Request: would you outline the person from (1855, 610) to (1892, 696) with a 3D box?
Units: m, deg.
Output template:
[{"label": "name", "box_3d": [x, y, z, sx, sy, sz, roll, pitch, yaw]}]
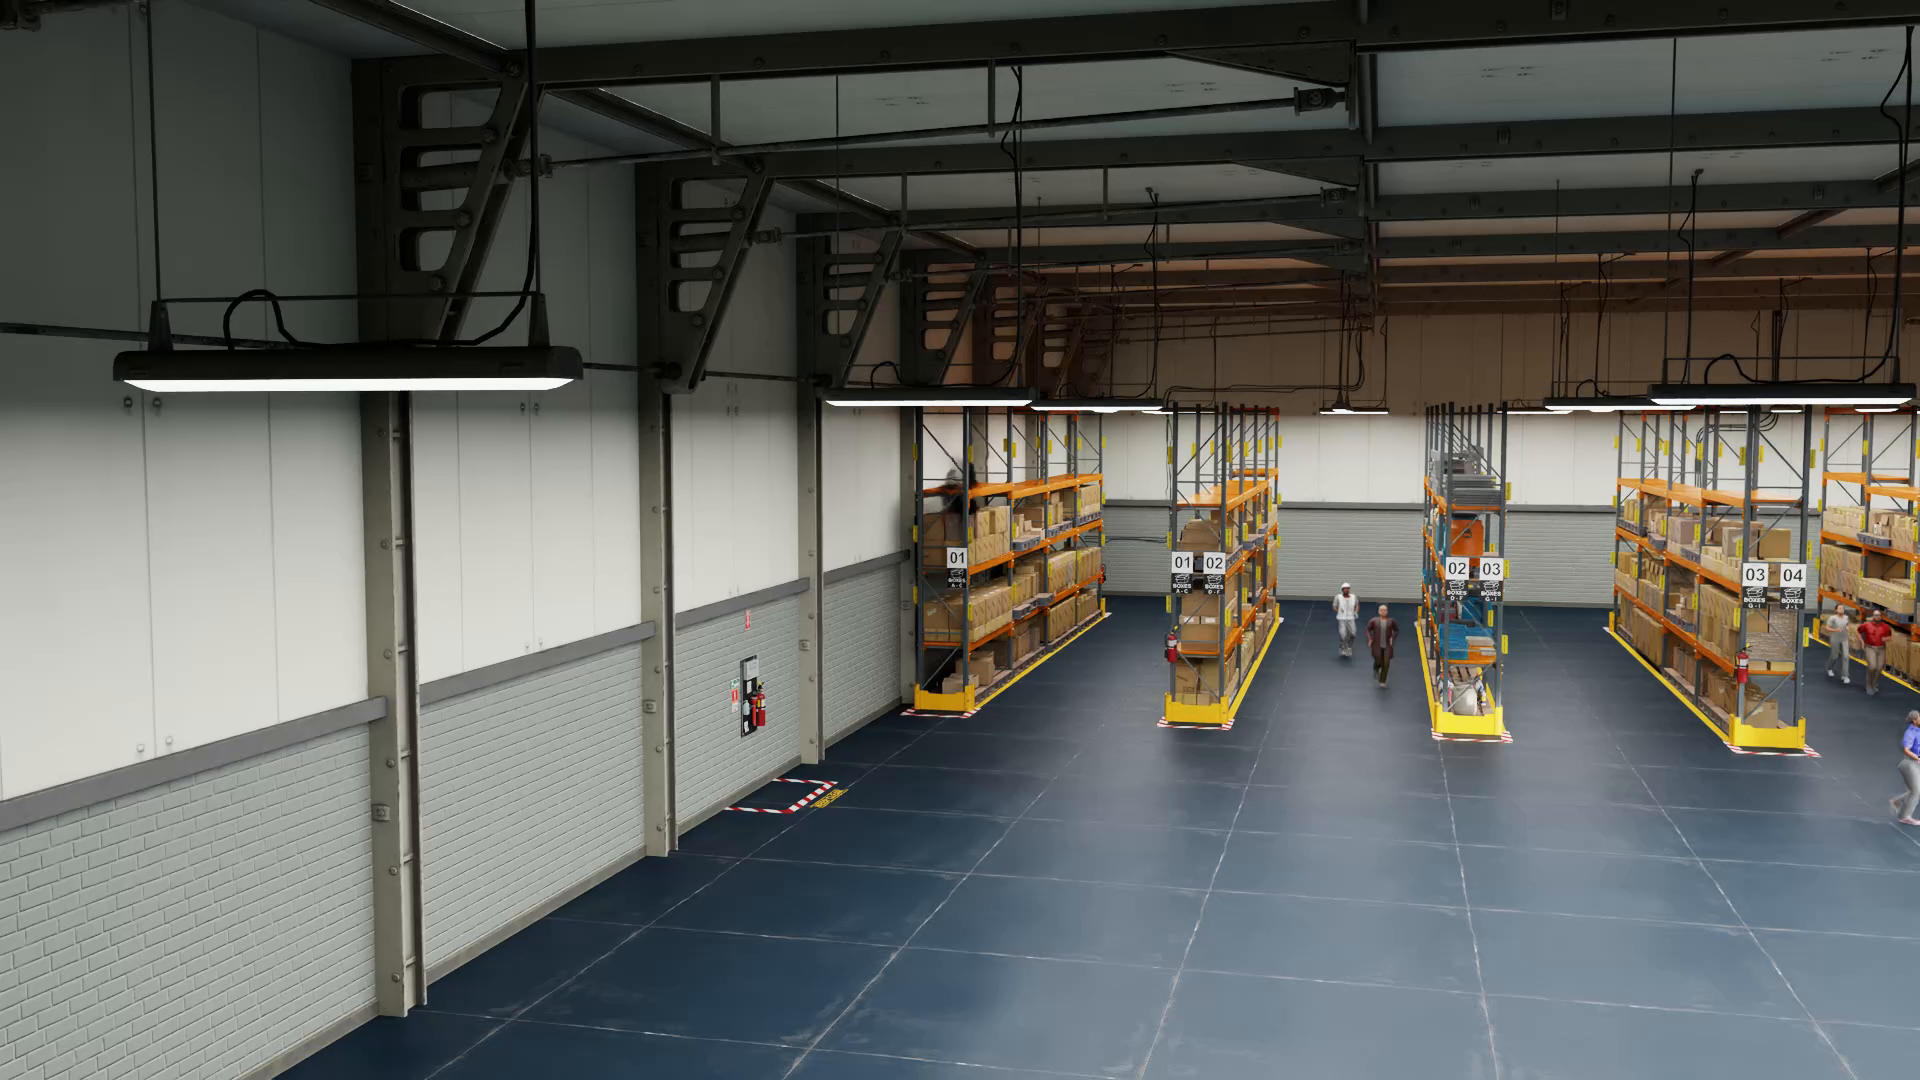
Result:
[{"label": "person", "box_3d": [18.902, 2.346, 34.349, 0.628, 1.785, 0.663, 1, 4, 11]}]

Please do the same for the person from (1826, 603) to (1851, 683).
[{"label": "person", "box_3d": [19.038, 2.204, 36.019, 0.565, 1.674, 0.950, 0, 4, 7]}]

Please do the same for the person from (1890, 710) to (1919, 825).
[{"label": "person", "box_3d": [13.379, 3.189, 23.352, 0.554, 1.618, 0.593, 4, 5, 40]}]

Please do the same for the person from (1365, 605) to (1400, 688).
[{"label": "person", "box_3d": [8.985, 2.255, 35.369, 0.709, 1.737, 0.640, 1, 4, 9]}]

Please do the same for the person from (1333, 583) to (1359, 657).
[{"label": "person", "box_3d": [9.225, 1.913, 39.639, 0.662, 1.767, 0.633, 0, 4, 2]}]
